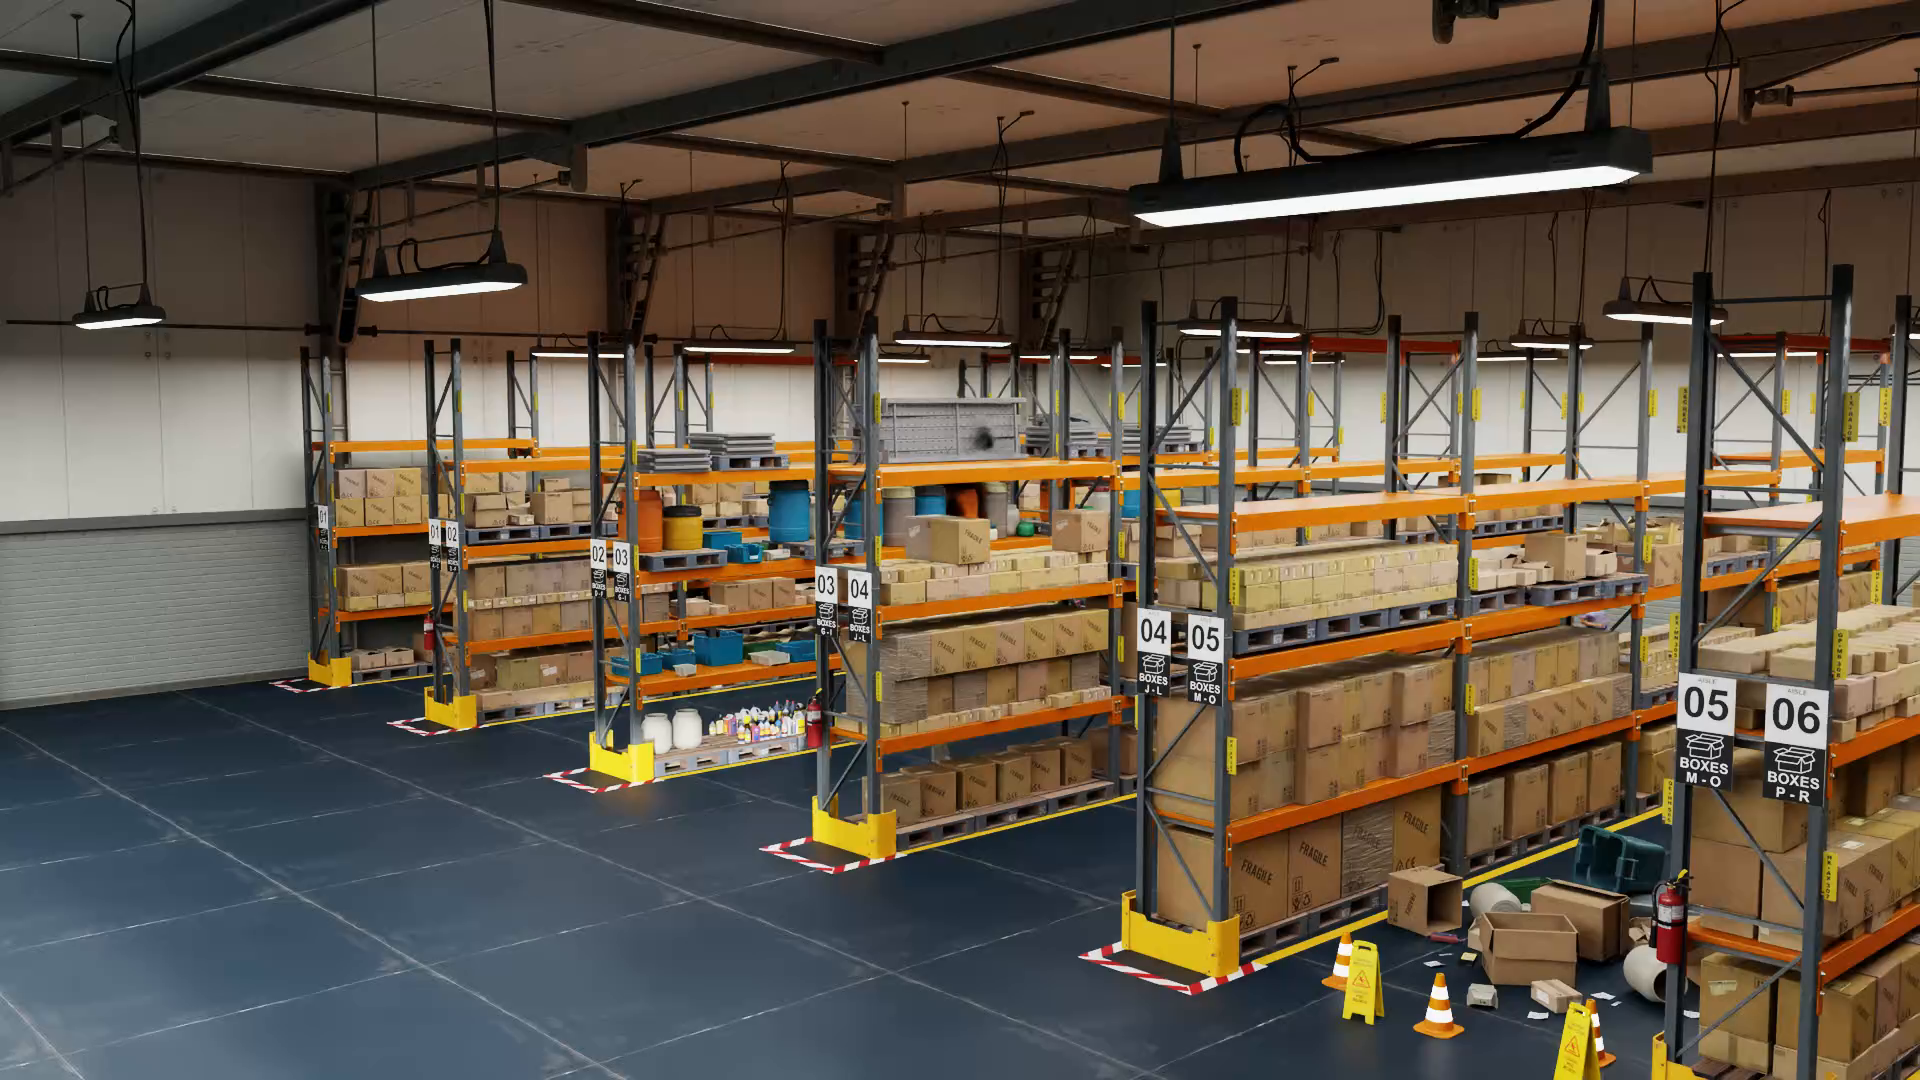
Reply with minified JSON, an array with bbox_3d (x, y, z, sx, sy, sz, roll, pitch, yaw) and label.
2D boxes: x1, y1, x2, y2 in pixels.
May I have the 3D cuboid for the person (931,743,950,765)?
[{"bbox_3d":[-0.329,2.330,22.751,0.515,1.700,0.722,3,6,34],"label":"person"}]

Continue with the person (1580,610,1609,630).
[{"bbox_3d":[11.463,1.727,29.988,0.623,1.668,0.837,-1,5,-13],"label":"person"}]
